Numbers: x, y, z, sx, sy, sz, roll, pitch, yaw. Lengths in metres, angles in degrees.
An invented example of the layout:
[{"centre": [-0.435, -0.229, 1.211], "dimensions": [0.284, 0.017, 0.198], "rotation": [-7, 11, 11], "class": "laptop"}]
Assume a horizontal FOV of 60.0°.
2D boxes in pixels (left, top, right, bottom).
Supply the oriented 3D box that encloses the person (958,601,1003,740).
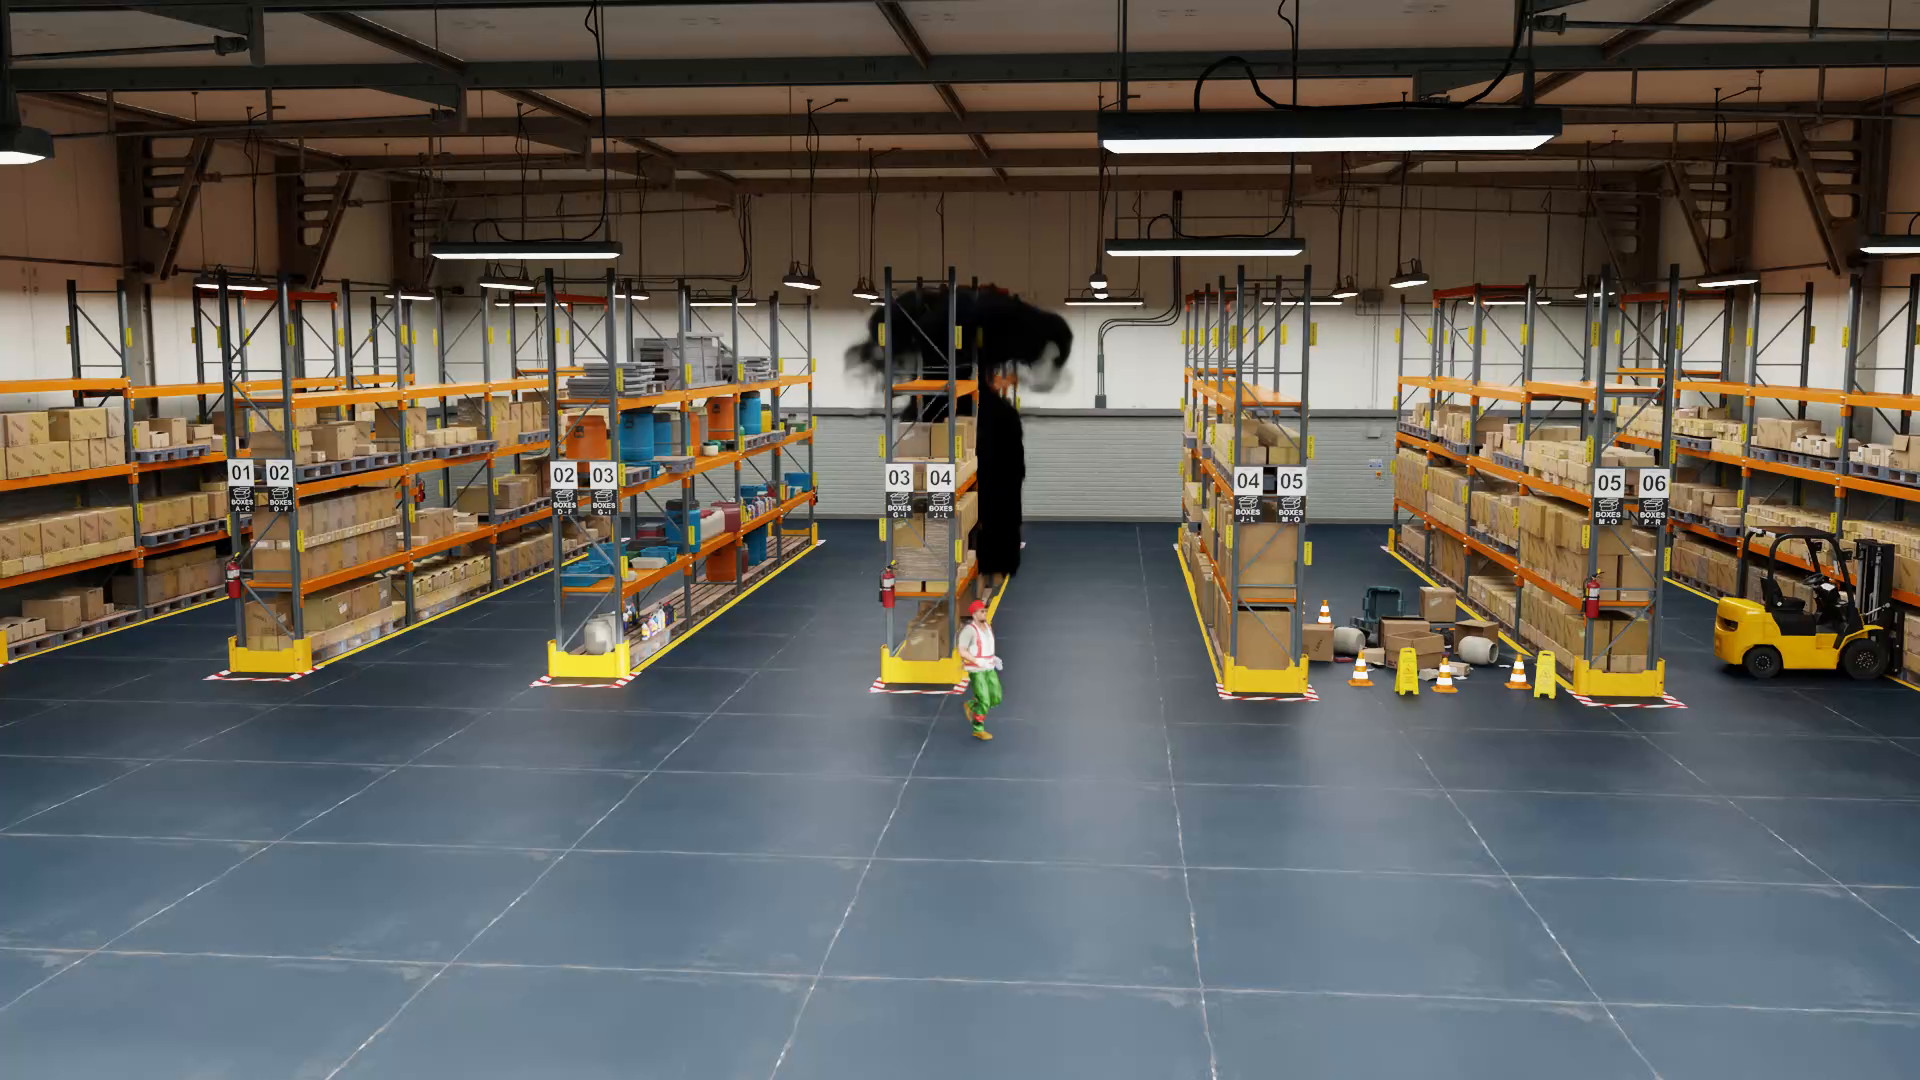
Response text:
[{"centre": [0.237, 1.622, 20.836], "dimensions": [0.600, 1.741, 0.657], "rotation": [5, 9, 38], "class": "person"}]
